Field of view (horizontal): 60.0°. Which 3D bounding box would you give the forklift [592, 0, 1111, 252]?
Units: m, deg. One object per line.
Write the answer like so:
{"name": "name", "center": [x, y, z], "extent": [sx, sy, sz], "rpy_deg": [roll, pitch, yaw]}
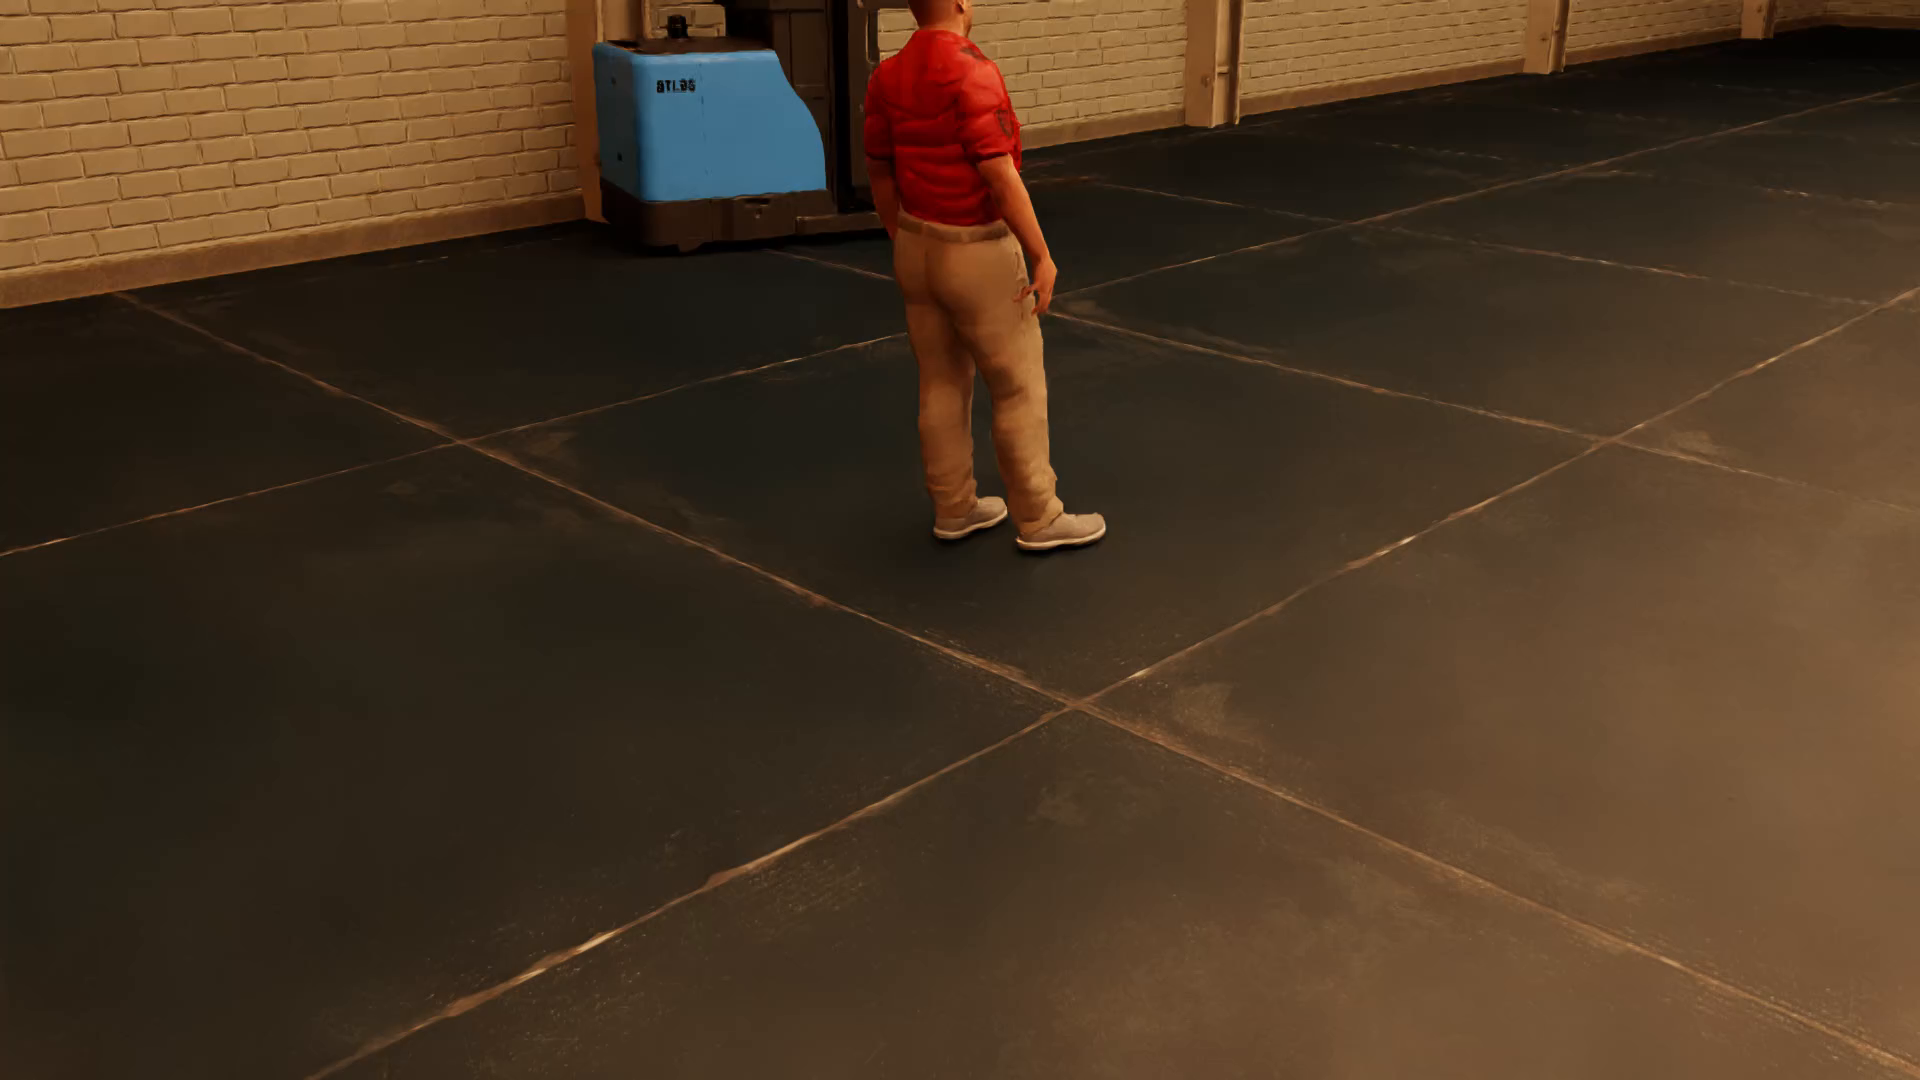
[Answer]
{"name": "forklift", "center": [-0.565, -3.300, 9.586], "extent": [3.031, 2.935, 1.130], "rpy_deg": [-10, 24, -23]}

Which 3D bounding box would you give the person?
{"name": "person", "center": [0.072, -0.831, 4.953], "extent": [0.640, 1.726, 0.550], "rpy_deg": [20, 29, 41]}
